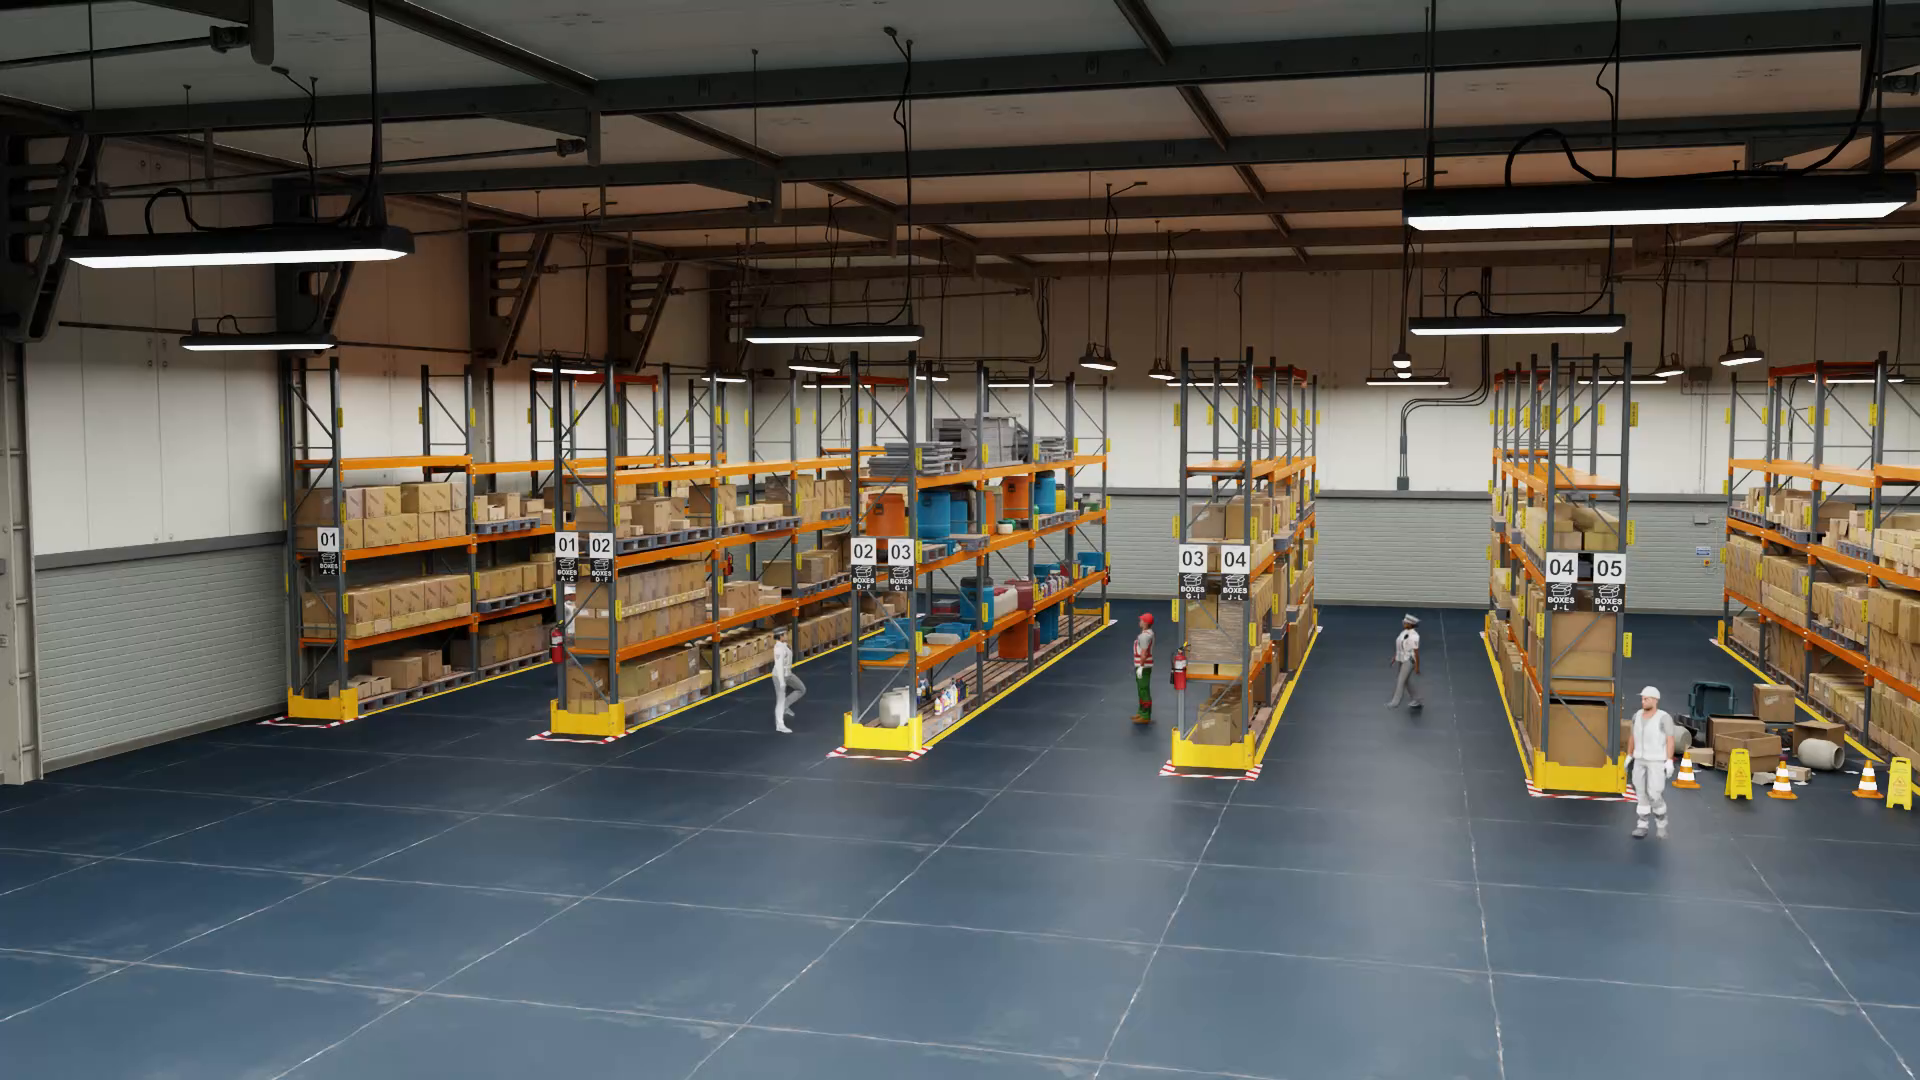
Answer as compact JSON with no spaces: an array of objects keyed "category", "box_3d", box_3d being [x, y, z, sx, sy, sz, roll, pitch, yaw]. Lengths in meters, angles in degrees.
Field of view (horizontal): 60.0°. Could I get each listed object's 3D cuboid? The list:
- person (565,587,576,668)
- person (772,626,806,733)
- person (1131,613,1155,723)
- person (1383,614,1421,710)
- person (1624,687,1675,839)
[{"category":"person","box_3d":[-7.447,1.779,31.823,0.422,1.777,0.548,0,4,-3]},{"category":"person","box_3d":[-2.760,2.214,26.611,0.488,1.687,0.578,1,4,10]},{"category":"person","box_3d":[3.017,2.091,27.379,0.404,1.790,0.599,0,4,-1]},{"category":"person","box_3d":[7.602,2.084,28.558,0.996,1.622,0.515,-2,5,-24]},{"category":"person","box_3d":[8.219,2.643,19.832,0.391,1.794,0.606,-3,5,-32]}]
